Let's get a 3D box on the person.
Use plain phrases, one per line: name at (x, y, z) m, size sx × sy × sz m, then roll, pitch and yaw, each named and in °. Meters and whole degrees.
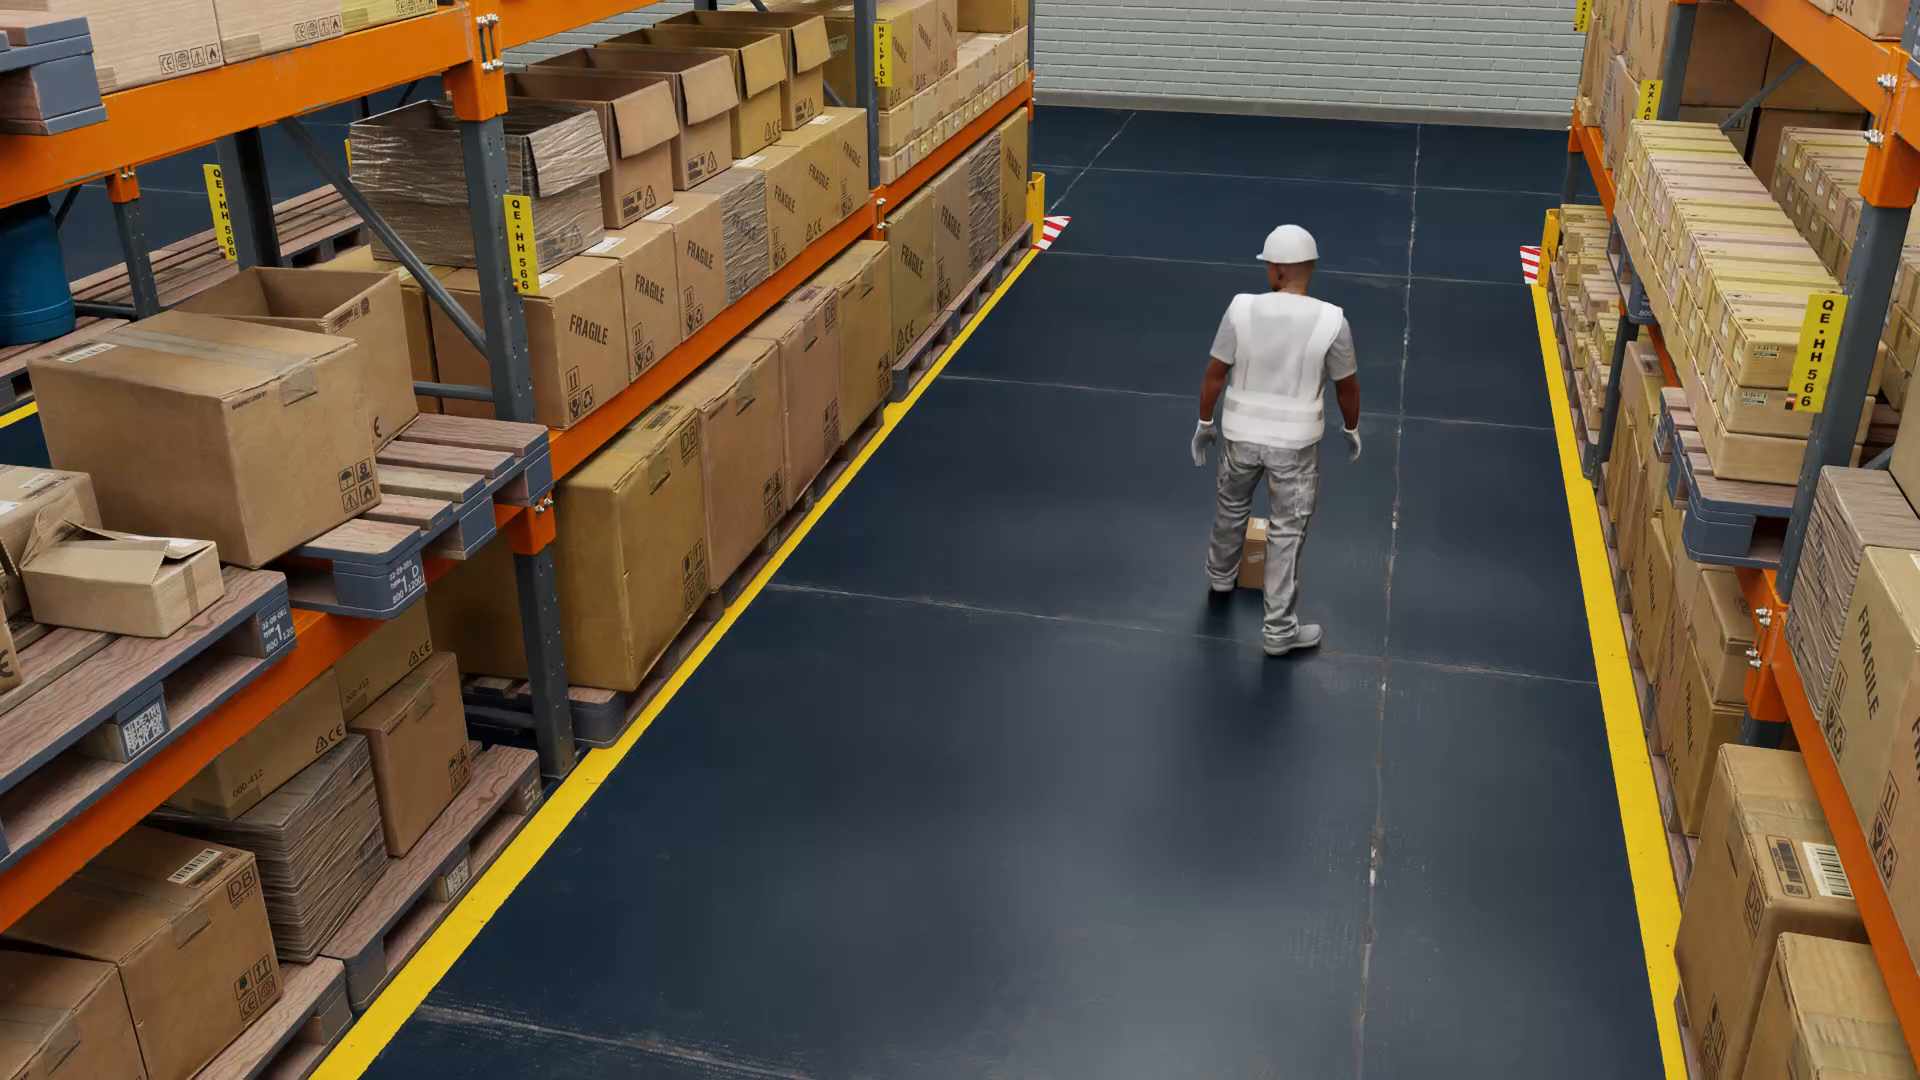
person at (1.347, -0.471, 7.068) m, size 0.672 × 1.752 × 0.758 m, roll 12°, pitch 28°, yaw 24°
